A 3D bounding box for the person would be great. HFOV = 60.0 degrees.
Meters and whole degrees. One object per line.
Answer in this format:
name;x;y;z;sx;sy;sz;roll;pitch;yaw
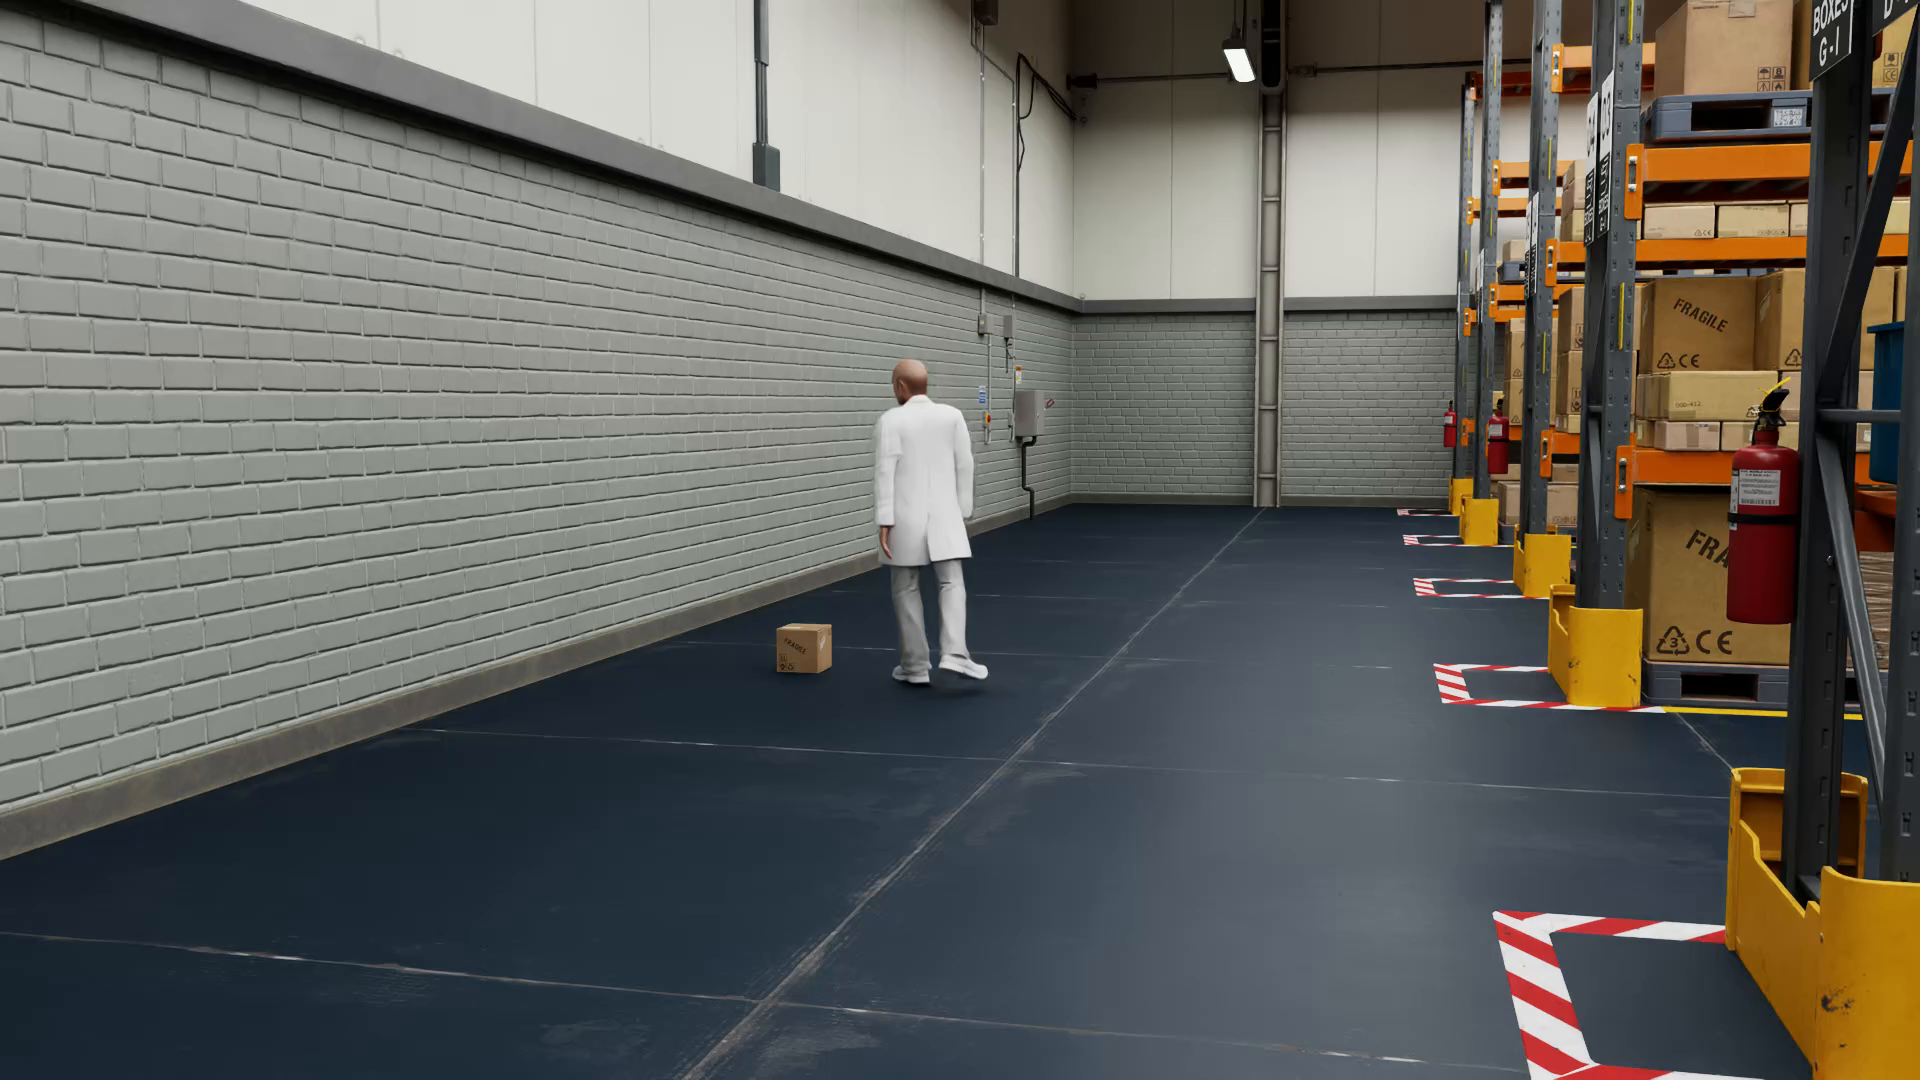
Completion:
person;-0.180;-0.088;8.988;0.585;1.778;0.747;-1;5;-17
